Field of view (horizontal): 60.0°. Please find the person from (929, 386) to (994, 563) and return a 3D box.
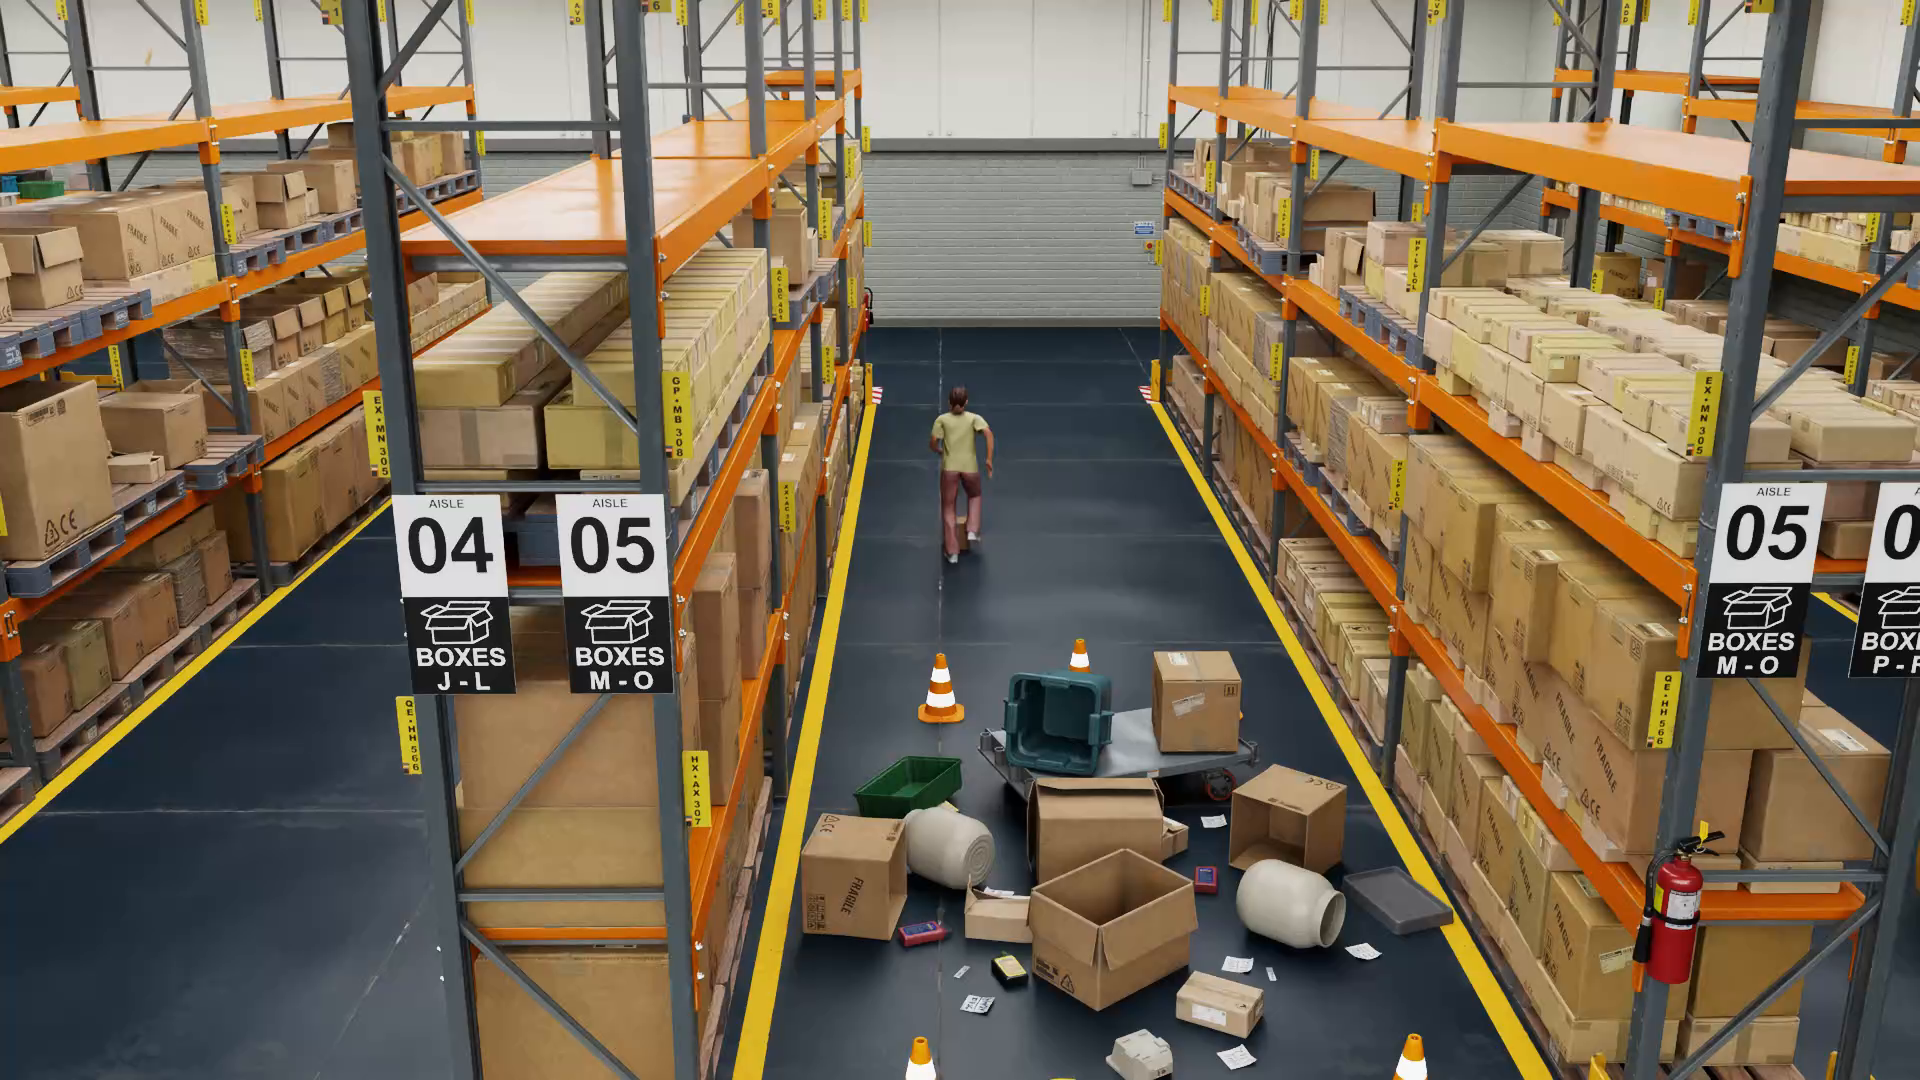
[{"bbox_3d":[0.009,-0.645,15.768,0.600,1.586,0.725,-2,17,-6],"label":"person"}]
